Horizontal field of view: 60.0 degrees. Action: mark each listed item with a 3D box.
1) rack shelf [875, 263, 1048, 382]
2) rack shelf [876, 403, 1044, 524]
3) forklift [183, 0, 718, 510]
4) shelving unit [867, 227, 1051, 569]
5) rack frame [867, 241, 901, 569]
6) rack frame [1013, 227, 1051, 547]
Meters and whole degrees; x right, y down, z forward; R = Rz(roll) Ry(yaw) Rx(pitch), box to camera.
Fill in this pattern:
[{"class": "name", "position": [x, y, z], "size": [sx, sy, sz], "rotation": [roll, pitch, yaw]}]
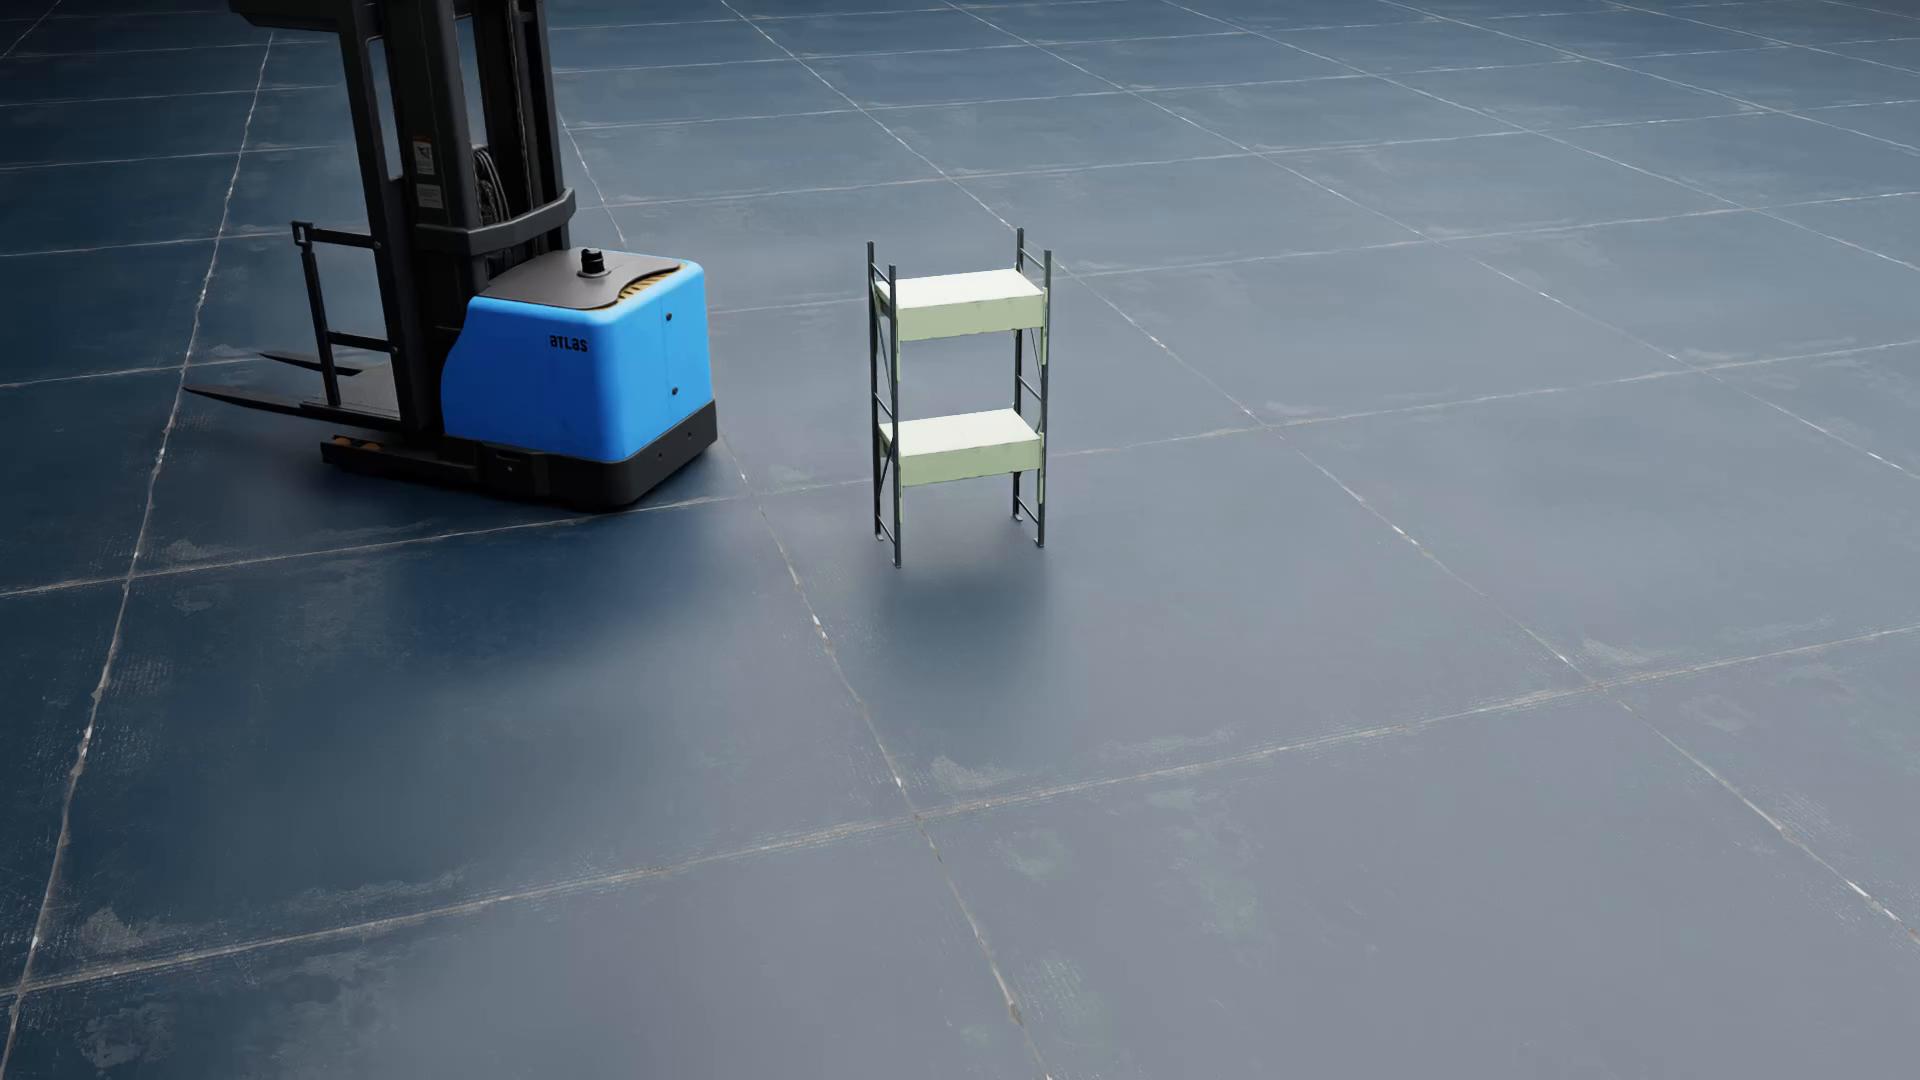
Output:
[{"class": "rack shelf", "position": [-0.006, -1.020, 7.741], "size": [0.720, 0.370, 0.431], "rotation": [-8, 28, -16]}, {"class": "rack shelf", "position": [-0.006, -0.379, 8.060], "size": [0.720, 0.370, 0.431], "rotation": [-8, 28, -16]}, {"class": "forklift", "position": [-2.913, -1.872, 8.724], "size": [3.031, 2.935, 1.130], "rotation": [10, 28, 19]}, {"class": "shelving unit", "position": [-0.006, -0.671, 7.915], "size": [0.755, 1.500, 0.431], "rotation": [-8, 28, -16]}, {"class": "rack frame", "position": [-0.354, -0.620, 7.813], "size": [0.023, 1.500, 0.400], "rotation": [-8, 28, -16]}, {"class": "rack frame", "position": [0.342, -0.721, 8.016], "size": [0.023, 1.500, 0.400], "rotation": [-8, 28, -16]}]
